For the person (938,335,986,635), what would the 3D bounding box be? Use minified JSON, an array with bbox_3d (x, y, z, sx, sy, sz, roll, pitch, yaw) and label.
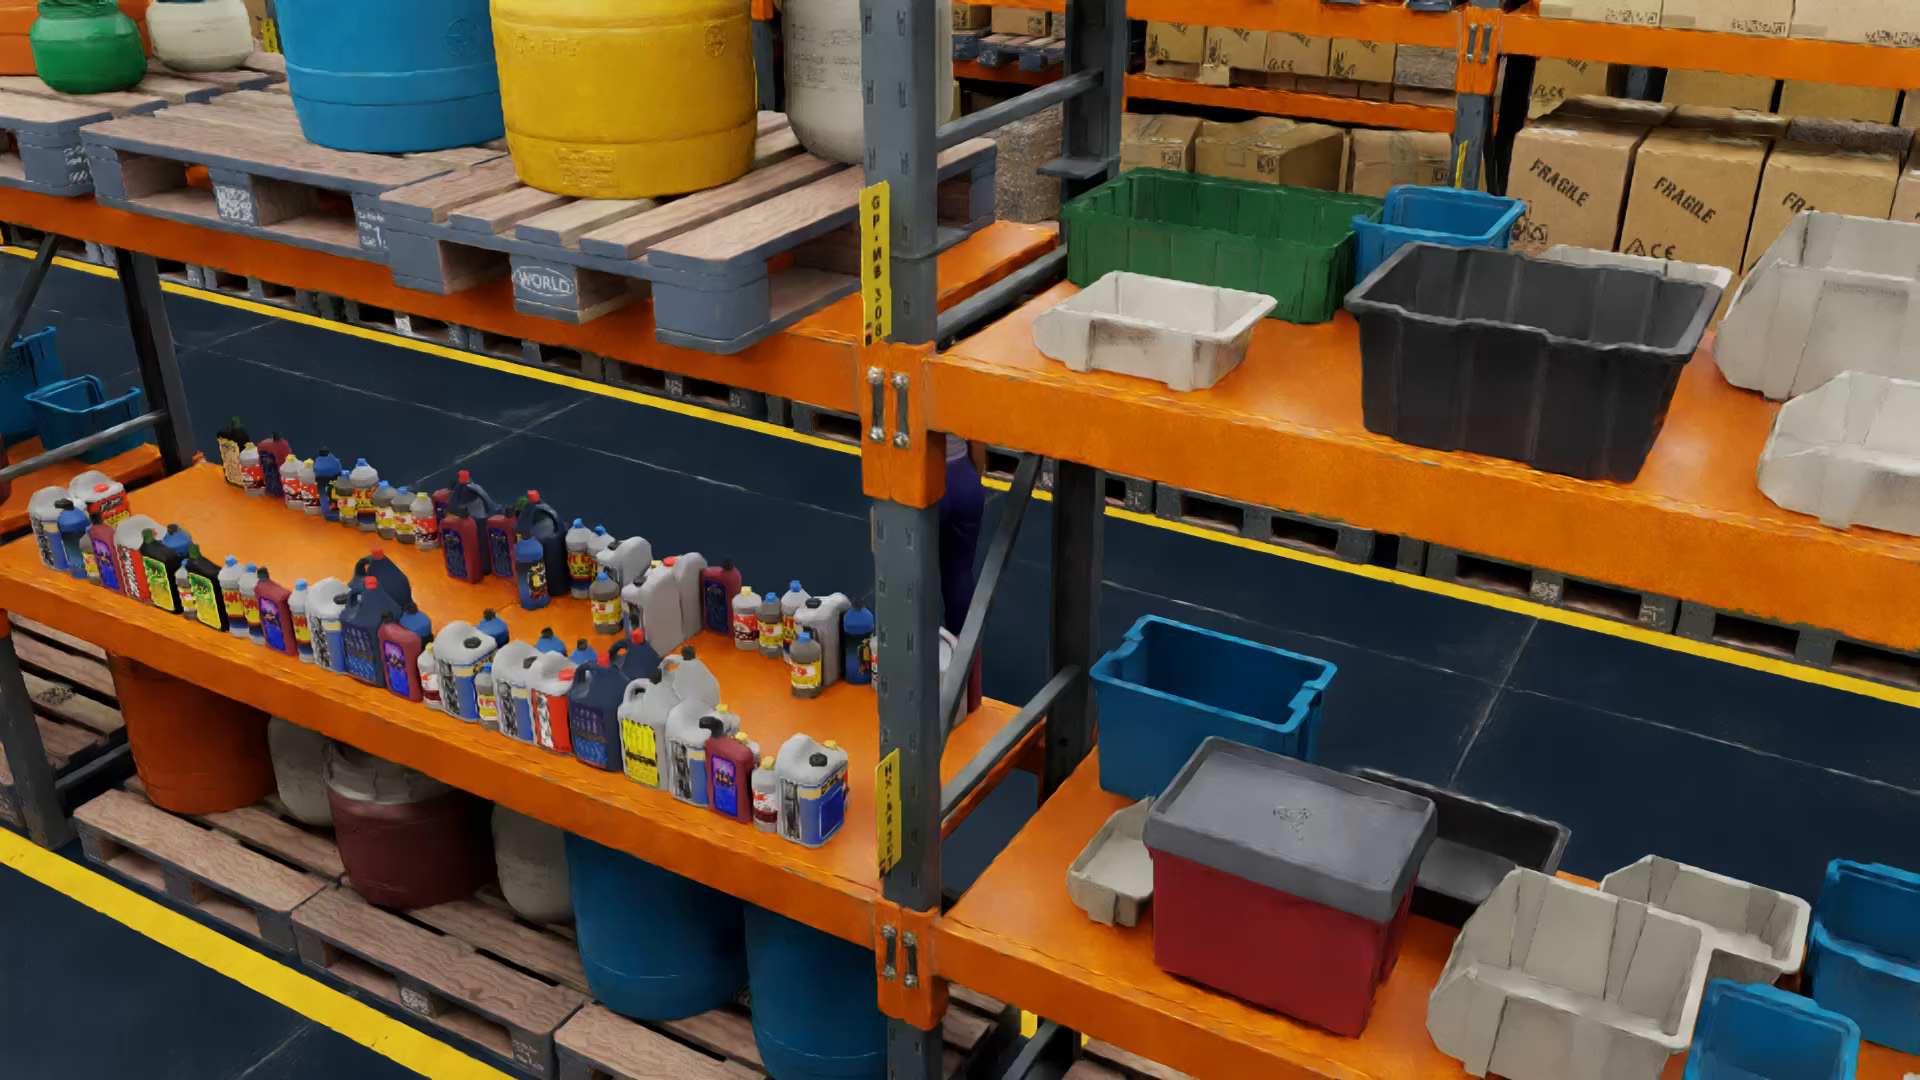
[{"bbox_3d":[-0.103,-0.198,7.493,0.509,1.638,0.486,-15,30,-27],"label":"person"}]
